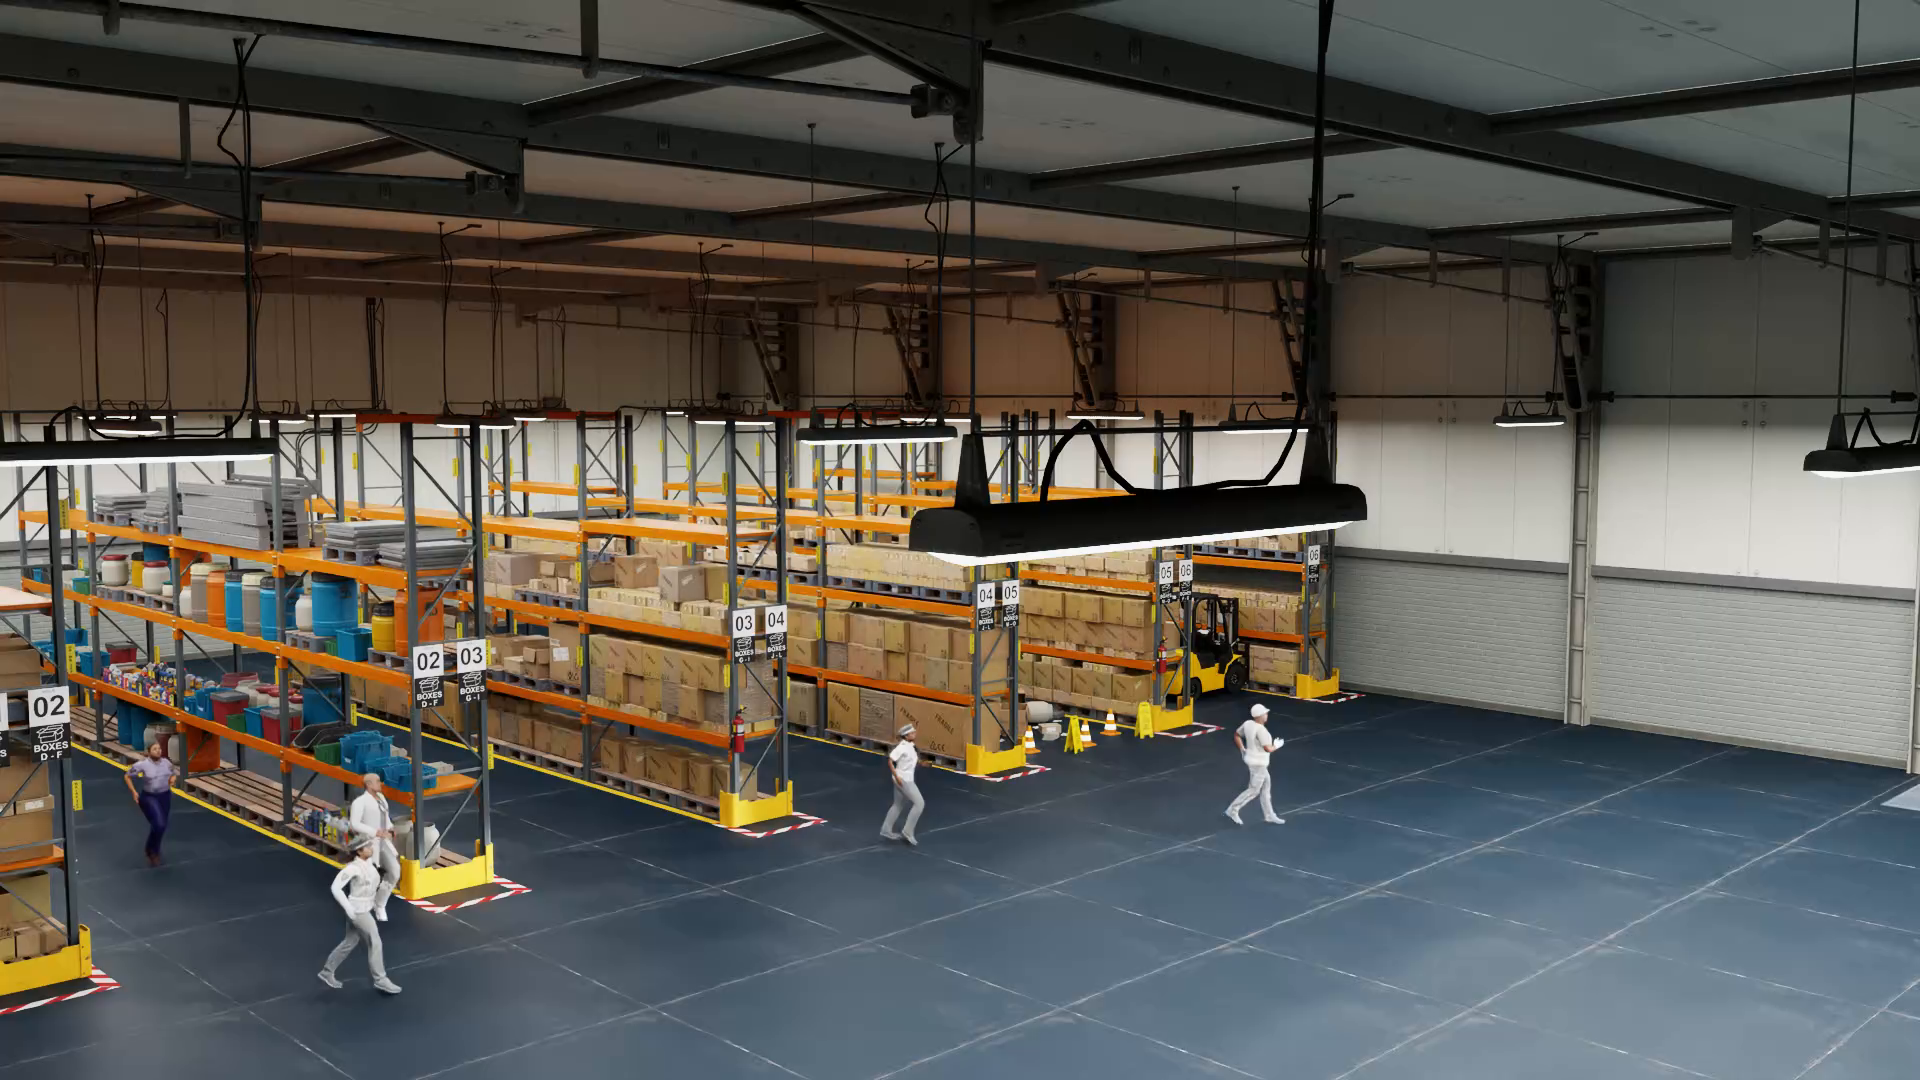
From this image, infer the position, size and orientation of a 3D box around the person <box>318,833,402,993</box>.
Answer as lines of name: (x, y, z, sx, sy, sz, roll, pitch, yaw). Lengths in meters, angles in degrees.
person: (-6.356, 3.932, 17.586, 0.849, 1.711, 0.603, -1, 5, -10)

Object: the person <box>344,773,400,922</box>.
person: (-7.089, 3.723, 20.158, 0.707, 1.788, 0.783, 2, 5, 21)

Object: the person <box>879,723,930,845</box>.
person: (-0.775, 3.450, 23.601, 0.715, 1.731, 0.571, 0, 5, -3)

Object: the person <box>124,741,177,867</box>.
person: (-10.888, 3.565, 22.524, 0.699, 1.689, 0.575, 3, 6, 29)

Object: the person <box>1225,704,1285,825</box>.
person: (4.338, 3.296, 24.361, 0.944, 1.792, 0.695, -1, 5, -7)
